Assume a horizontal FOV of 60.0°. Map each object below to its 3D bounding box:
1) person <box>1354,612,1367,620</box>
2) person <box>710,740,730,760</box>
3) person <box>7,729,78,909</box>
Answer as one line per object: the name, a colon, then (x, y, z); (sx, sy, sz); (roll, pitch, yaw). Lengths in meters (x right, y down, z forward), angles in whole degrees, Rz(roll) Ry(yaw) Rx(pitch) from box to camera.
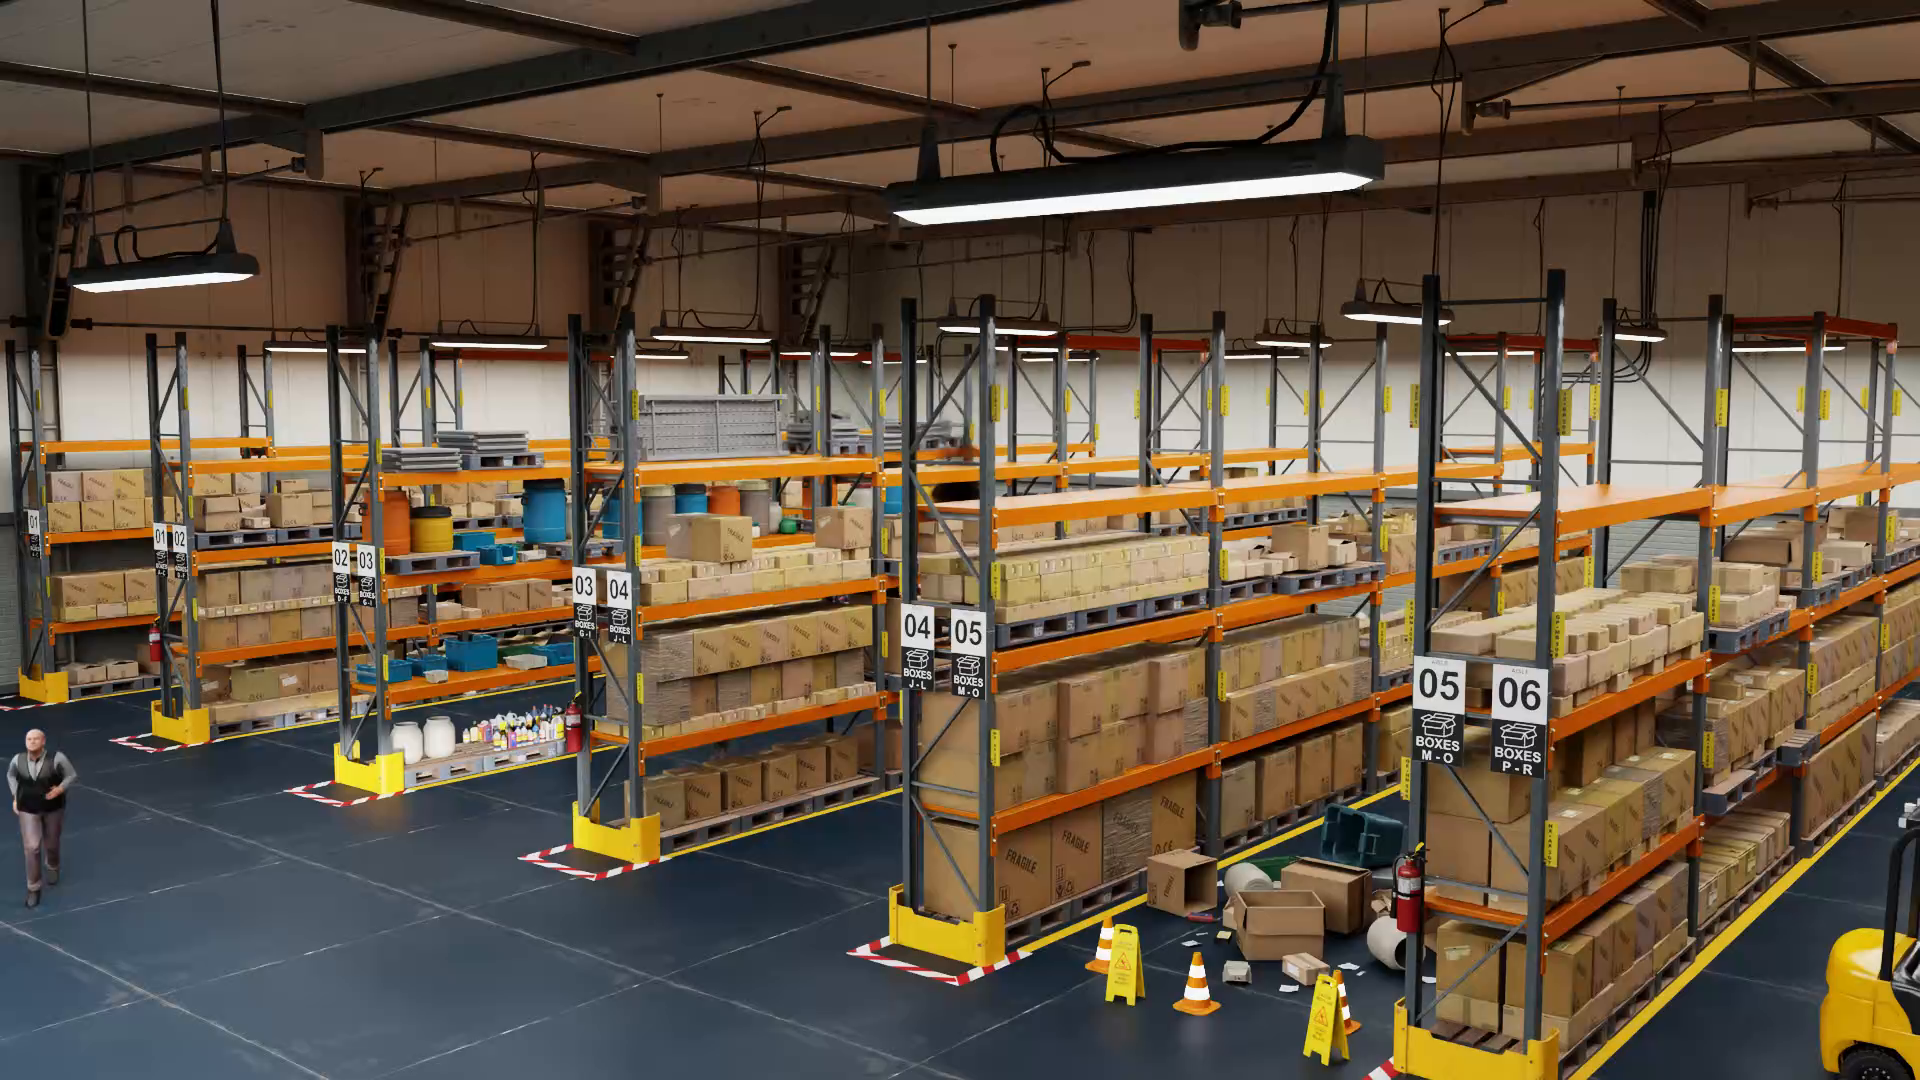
person: (6.347, 1.975, 25.966); (0.700, 1.753, 1.097); (4, 6, 36)
person: (-3.252, 2.120, 21.824); (0.579, 1.661, 0.548); (3, 6, 32)
person: (-9.339, 2.777, 16.959); (0.656, 1.758, 0.837); (-2, 6, -24)
